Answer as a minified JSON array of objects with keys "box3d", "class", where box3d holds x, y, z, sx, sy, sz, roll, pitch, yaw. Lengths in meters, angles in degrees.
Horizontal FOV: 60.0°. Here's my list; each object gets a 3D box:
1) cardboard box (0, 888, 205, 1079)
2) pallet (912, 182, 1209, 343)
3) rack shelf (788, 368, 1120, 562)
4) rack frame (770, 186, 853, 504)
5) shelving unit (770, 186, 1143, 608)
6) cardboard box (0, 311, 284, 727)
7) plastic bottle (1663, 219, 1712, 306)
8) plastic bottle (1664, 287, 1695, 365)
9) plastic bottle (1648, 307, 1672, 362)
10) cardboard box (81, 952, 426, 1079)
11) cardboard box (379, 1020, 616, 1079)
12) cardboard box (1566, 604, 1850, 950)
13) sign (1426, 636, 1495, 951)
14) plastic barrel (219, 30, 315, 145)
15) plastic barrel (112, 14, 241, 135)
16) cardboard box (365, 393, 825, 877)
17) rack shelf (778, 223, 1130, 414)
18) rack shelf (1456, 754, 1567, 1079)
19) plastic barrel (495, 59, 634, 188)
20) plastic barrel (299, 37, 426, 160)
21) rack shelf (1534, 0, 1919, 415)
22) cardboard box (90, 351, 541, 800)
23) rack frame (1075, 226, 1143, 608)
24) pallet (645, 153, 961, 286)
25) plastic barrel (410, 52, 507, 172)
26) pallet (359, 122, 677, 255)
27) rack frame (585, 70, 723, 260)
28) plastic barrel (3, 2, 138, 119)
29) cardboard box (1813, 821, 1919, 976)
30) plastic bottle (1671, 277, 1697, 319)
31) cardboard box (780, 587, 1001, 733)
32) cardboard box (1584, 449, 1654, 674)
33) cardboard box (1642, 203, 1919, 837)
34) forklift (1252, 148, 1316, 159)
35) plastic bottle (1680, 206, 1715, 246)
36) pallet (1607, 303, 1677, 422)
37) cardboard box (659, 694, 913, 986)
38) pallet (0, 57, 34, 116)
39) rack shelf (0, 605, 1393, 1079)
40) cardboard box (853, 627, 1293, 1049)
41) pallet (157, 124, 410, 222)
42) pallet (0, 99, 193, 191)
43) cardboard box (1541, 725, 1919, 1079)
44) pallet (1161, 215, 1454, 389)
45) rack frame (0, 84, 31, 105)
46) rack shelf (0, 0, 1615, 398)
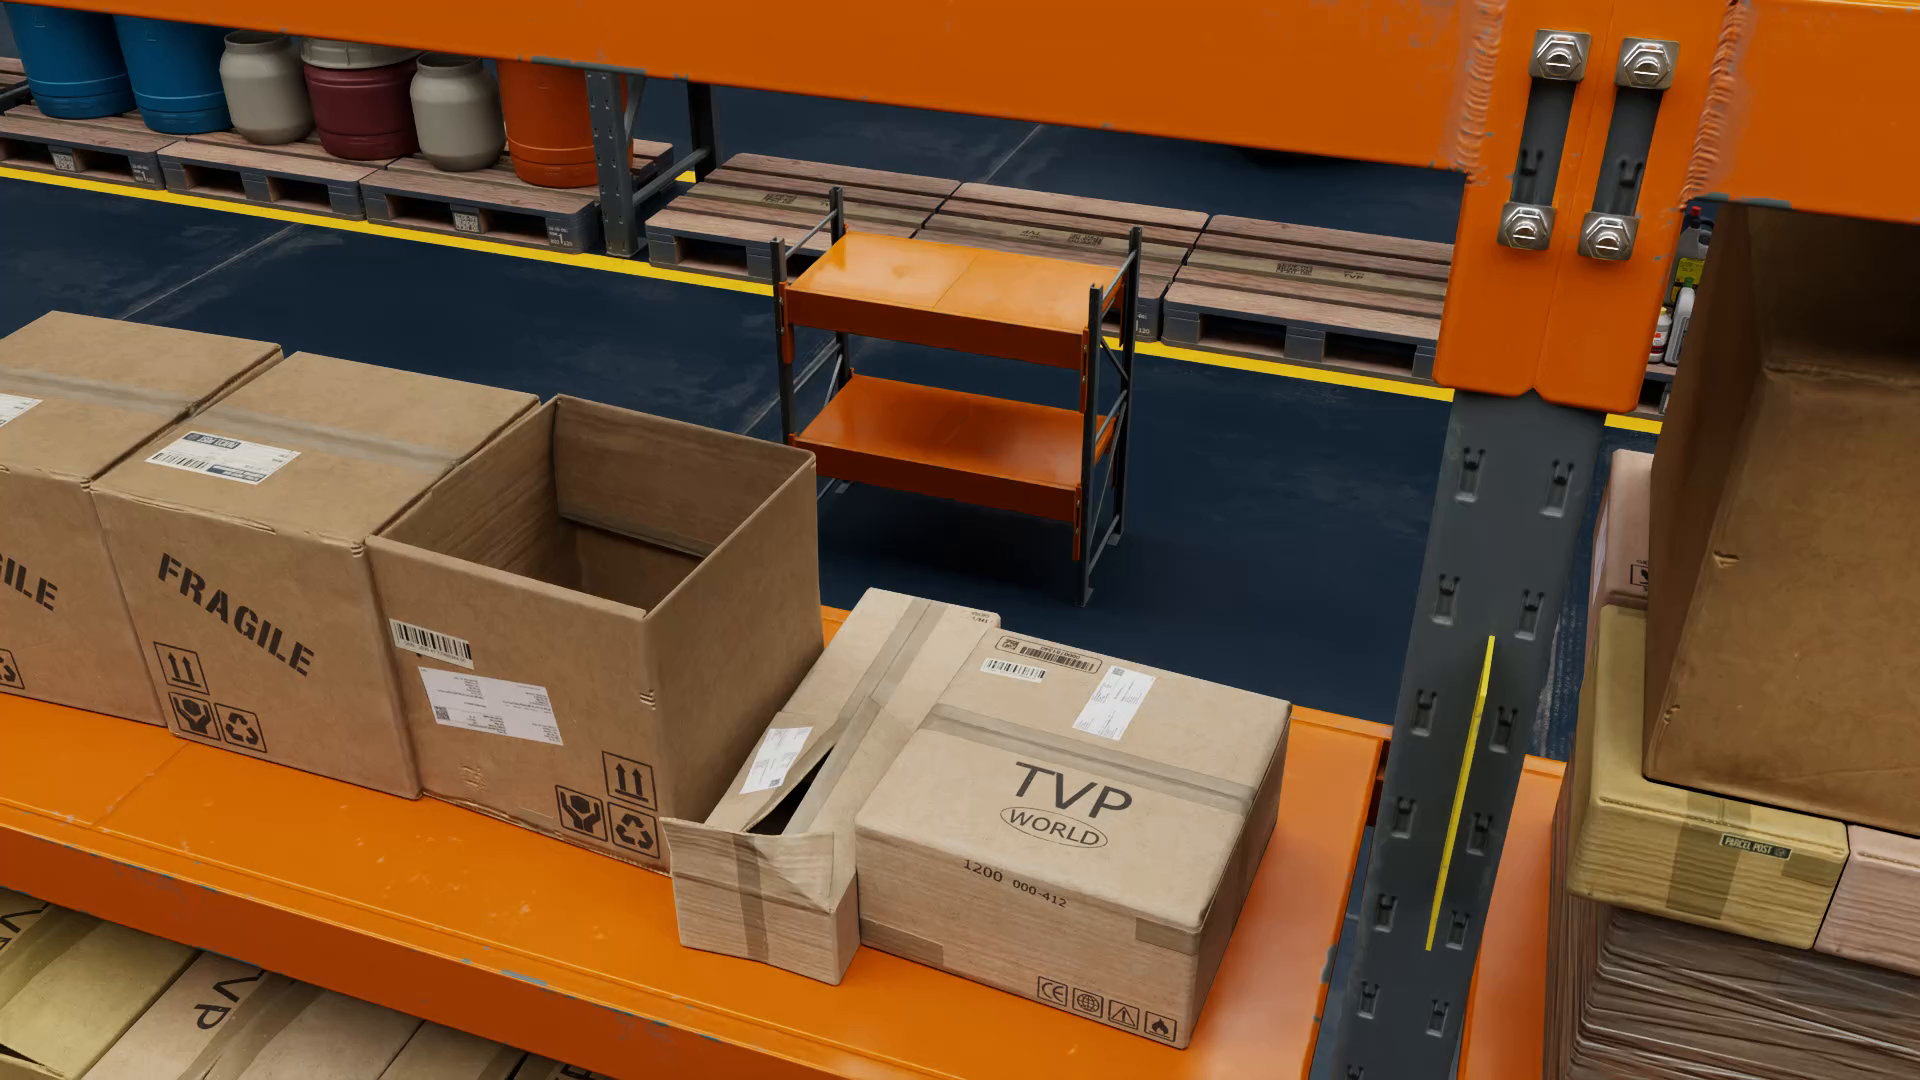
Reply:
[{"box3d":[-1.739,0.866,3.274,0.500,0.311,0.500,10,34,15],"class":"cardboard box"},{"box3d":[0.426,-1.281,7.539,1.213,0.211,1.003,11,34,16],"class":"pallet"},{"box3d":[-0.006,-0.268,5.579,1.000,0.278,0.538,11,34,16],"class":"rack shelf"},{"box3d":[-0.485,-0.567,5.591,0.032,1.125,0.500,11,34,16],"class":"rack frame"},{"box3d":[-0.006,-0.474,5.447,1.048,1.125,0.538,11,34,16],"class":"shelving unit"},{"box3d":[-1.524,-0.053,2.974,0.500,0.500,0.500,9,34,14],"class":"cardboard box"},{"box3d":[2.985,-1.134,6.777,0.185,0.351,0.144,11,34,16],"class":"plastic bottle"},{"box3d":[2.796,-0.819,6.359,0.135,0.276,0.152,12,35,18],"class":"plastic bottle"},{"box3d":[2.674,-0.796,6.392,0.097,0.201,0.097,0,33,0],"class":"plastic bottle"},{"box3d":[-1.255,0.960,3.129,0.500,0.311,0.500,11,34,16],"class":"cardboard box"},{"box3d":[-0.783,1.053,2.984,0.500,0.311,0.500,11,34,16],"class":"cardboard box"},{"box3d":[0.844,0.256,1.898,0.250,0.149,0.380,11,34,16],"class":"cardboard box"},{"box3d":[0.482,0.248,1.606,0.005,0.325,0.100,11,34,16],"class":"sign"},{"box3d":[-3.526,-2.314,8.476,0.421,0.512,0.421,0,33,0],"class":"plastic barrel"},{"box3d":[-4.027,-2.627,8.601,0.708,0.901,0.600,11,34,16],"class":"plastic barrel"},{"box3d":[-0.557,0.135,2.683,0.500,0.500,0.500,14,35,20],"class":"cardboard box"},{"box3d":[-0.006,-0.720,5.288,1.000,0.278,0.538,11,34,16],"class":"rack shelf"},{"box3d":[2.539,1.091,1.958,4.000,0.370,1.077,11,34,16],"class":"rack shelf"},{"box3d":[-1.901,-2.184,7.980,0.708,0.830,0.600,11,34,16],"class":"plastic barrel"},{"box3d":[-2.964,-2.289,8.366,0.708,0.588,0.600,11,34,16],"class":"plastic barrel"},{"box3d":[2.539,-0.169,1.145,4.000,0.370,1.077,11,34,16],"class":"rack shelf"},{"box3d":[-1.029,0.044,2.825,0.500,0.500,0.500,11,34,17],"class":"cardboard box"},{"box3d":[0.472,-0.381,5.303,0.032,1.125,0.500,11,34,16],"class":"rack frame"},{"box3d":[-0.719,-1.505,7.886,1.213,0.211,1.003,11,34,16],"class":"pallet"},{"box3d":[-2.463,-2.108,8.156,0.421,0.512,0.421,0,33,0],"class":"plastic barrel"},{"box3d":[-2.191,-1.790,8.327,1.213,0.211,1.003,11,34,16],"class":"pallet"},{"box3d":[-1.435,-2.838,7.380,0.127,3.000,1.000,11,34,16],"class":"rack frame"},{"box3d":[-4.694,-2.757,8.801,0.708,0.901,0.600,11,34,16],"class":"plastic barrel"},{"box3d":[1.080,0.302,1.827,0.250,0.149,0.380,12,35,17],"class":"cardboard box"},{"box3d":[2.832,-0.877,6.441,0.133,0.283,0.061,11,34,16],"class":"plastic bottle"},{"box3d":[-0.109,0.262,2.811,0.250,0.149,0.380,11,34,16],"class":"cardboard box"},{"box3d":[0.984,0.048,2.219,0.250,0.149,0.380,11,34,16],"class":"cardboard box"},{"box3d":[1.076,-0.087,1.830,0.500,0.500,0.700,11,34,17],"class":"cardboard box"},{"box3d":[1.572,-4.016,9.268,1.130,2.935,3.031,-13,35,-19],"class":"forklift"},{"box3d":[3.034,-1.207,6.891,0.185,0.351,0.144,10,34,15],"class":"plastic bottle"},{"box3d":[2.949,-0.790,6.780,1.213,0.211,1.003,11,34,16],"class":"pallet"},{"box3d":[-0.234,0.412,2.471,0.258,0.266,0.396,10,34,15],"class":"cardboard box"},{"box3d":[-5.906,-2.513,9.448,1.213,0.211,1.003,11,34,16],"class":"pallet"},{"box3d":[-1.227,0.359,3.092,4.000,0.370,1.077,11,34,16],"class":"rack shelf"},{"box3d":[0.178,0.418,2.476,0.500,0.250,0.500,13,35,19],"class":"cardboard box"},{"box3d":[-3.336,-2.014,8.674,1.213,0.211,1.003,11,34,16],"class":"pallet"},{"box3d":[-4.488,-2.236,9.019,1.213,0.211,1.003,11,34,16],"class":"pallet"},{"box3d":[1.076,0.459,2.182,0.500,0.500,0.700,10,34,15],"class":"cardboard box"},{"box3d":[1.578,-1.058,7.195,1.213,0.211,1.003,11,34,16],"class":"pallet"},{"box3d":[-5.200,-3.570,8.514,0.127,3.000,1.000,11,34,16],"class":"rack frame"},{"box3d":[-1.227,-0.901,2.279,4.000,0.370,1.077,11,34,16],"class":"rack shelf"}]
